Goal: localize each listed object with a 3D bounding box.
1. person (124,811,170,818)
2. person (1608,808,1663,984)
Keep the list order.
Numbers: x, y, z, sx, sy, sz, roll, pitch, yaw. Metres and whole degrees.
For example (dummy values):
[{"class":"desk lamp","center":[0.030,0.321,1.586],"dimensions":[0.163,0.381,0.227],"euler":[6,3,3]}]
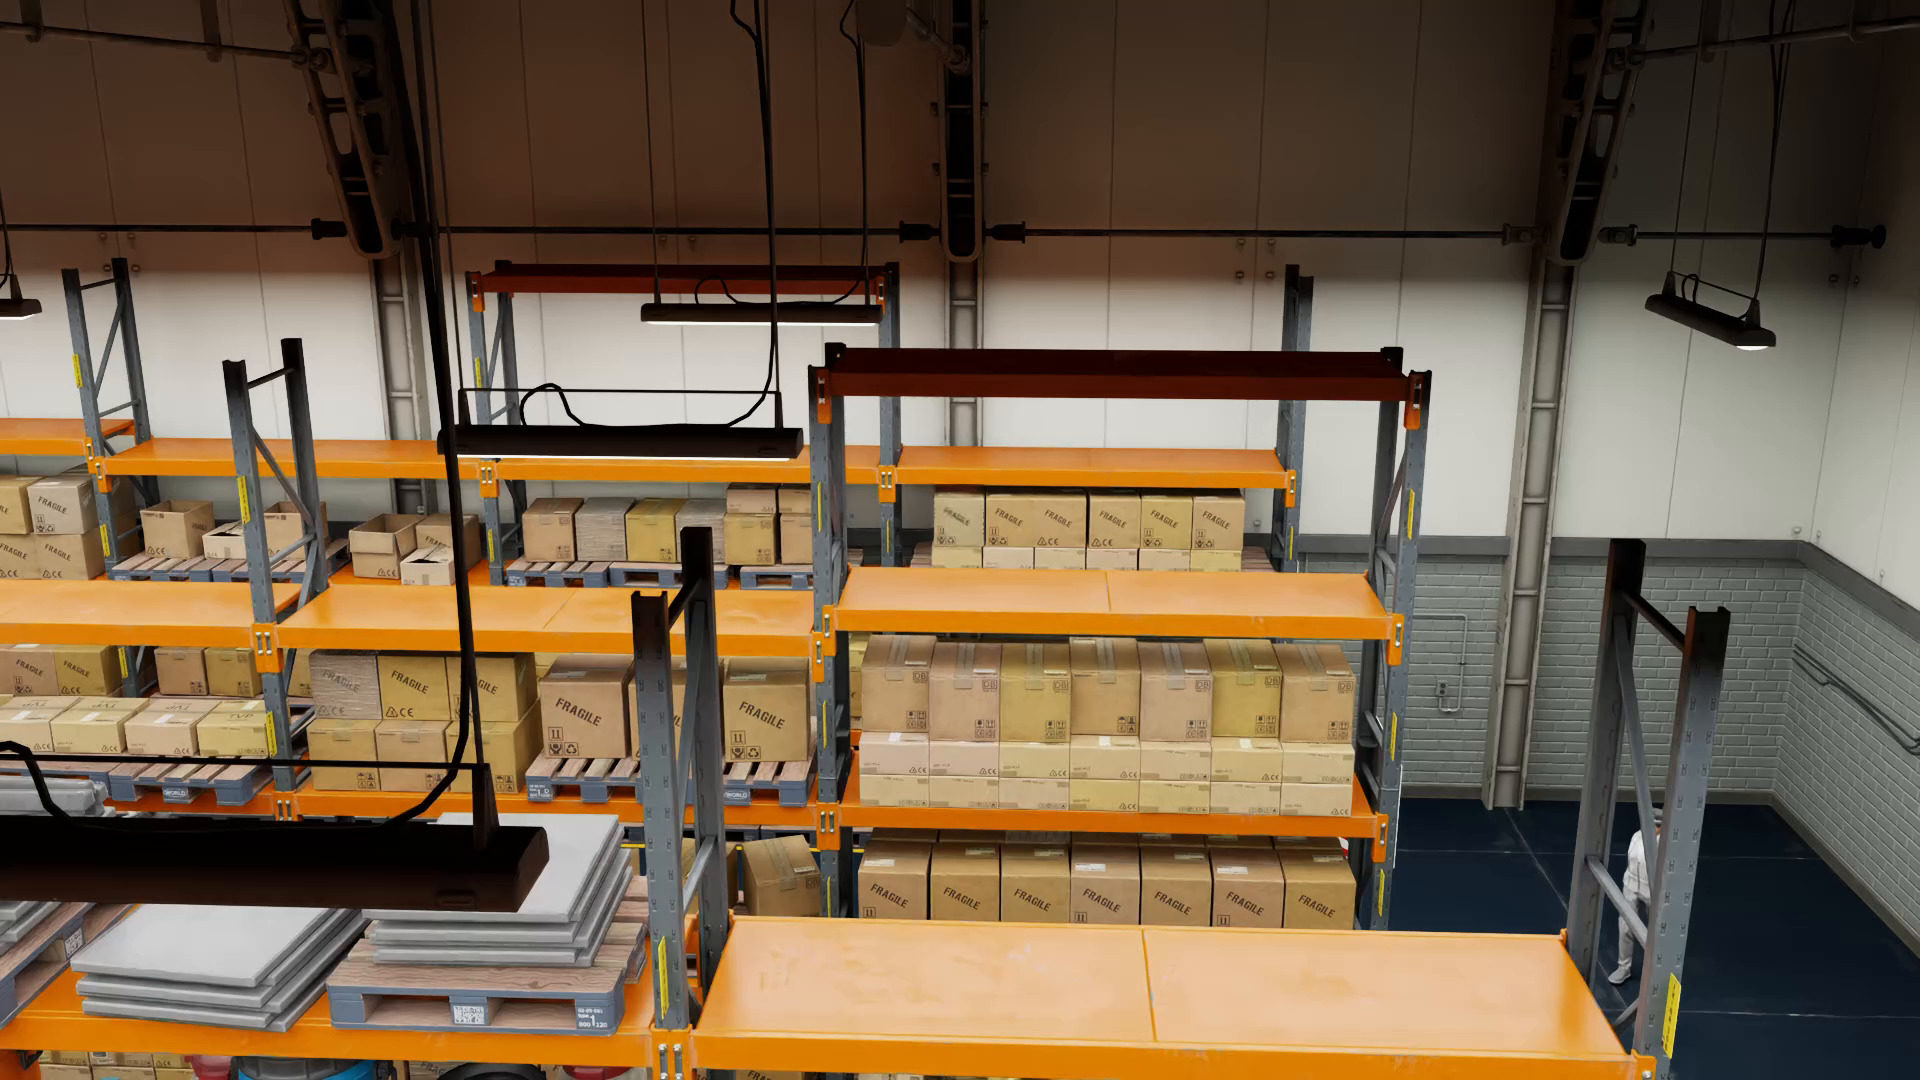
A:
[{"class":"person","center":[-8.064,2.670,16.411],"dimensions":[0.911,1.647,0.521],"euler":[-10,19,-31]},{"class":"person","center":[6.180,3.127,14.852],"dimensions":[0.472,1.636,0.804],"euler":[15,22,41]}]
